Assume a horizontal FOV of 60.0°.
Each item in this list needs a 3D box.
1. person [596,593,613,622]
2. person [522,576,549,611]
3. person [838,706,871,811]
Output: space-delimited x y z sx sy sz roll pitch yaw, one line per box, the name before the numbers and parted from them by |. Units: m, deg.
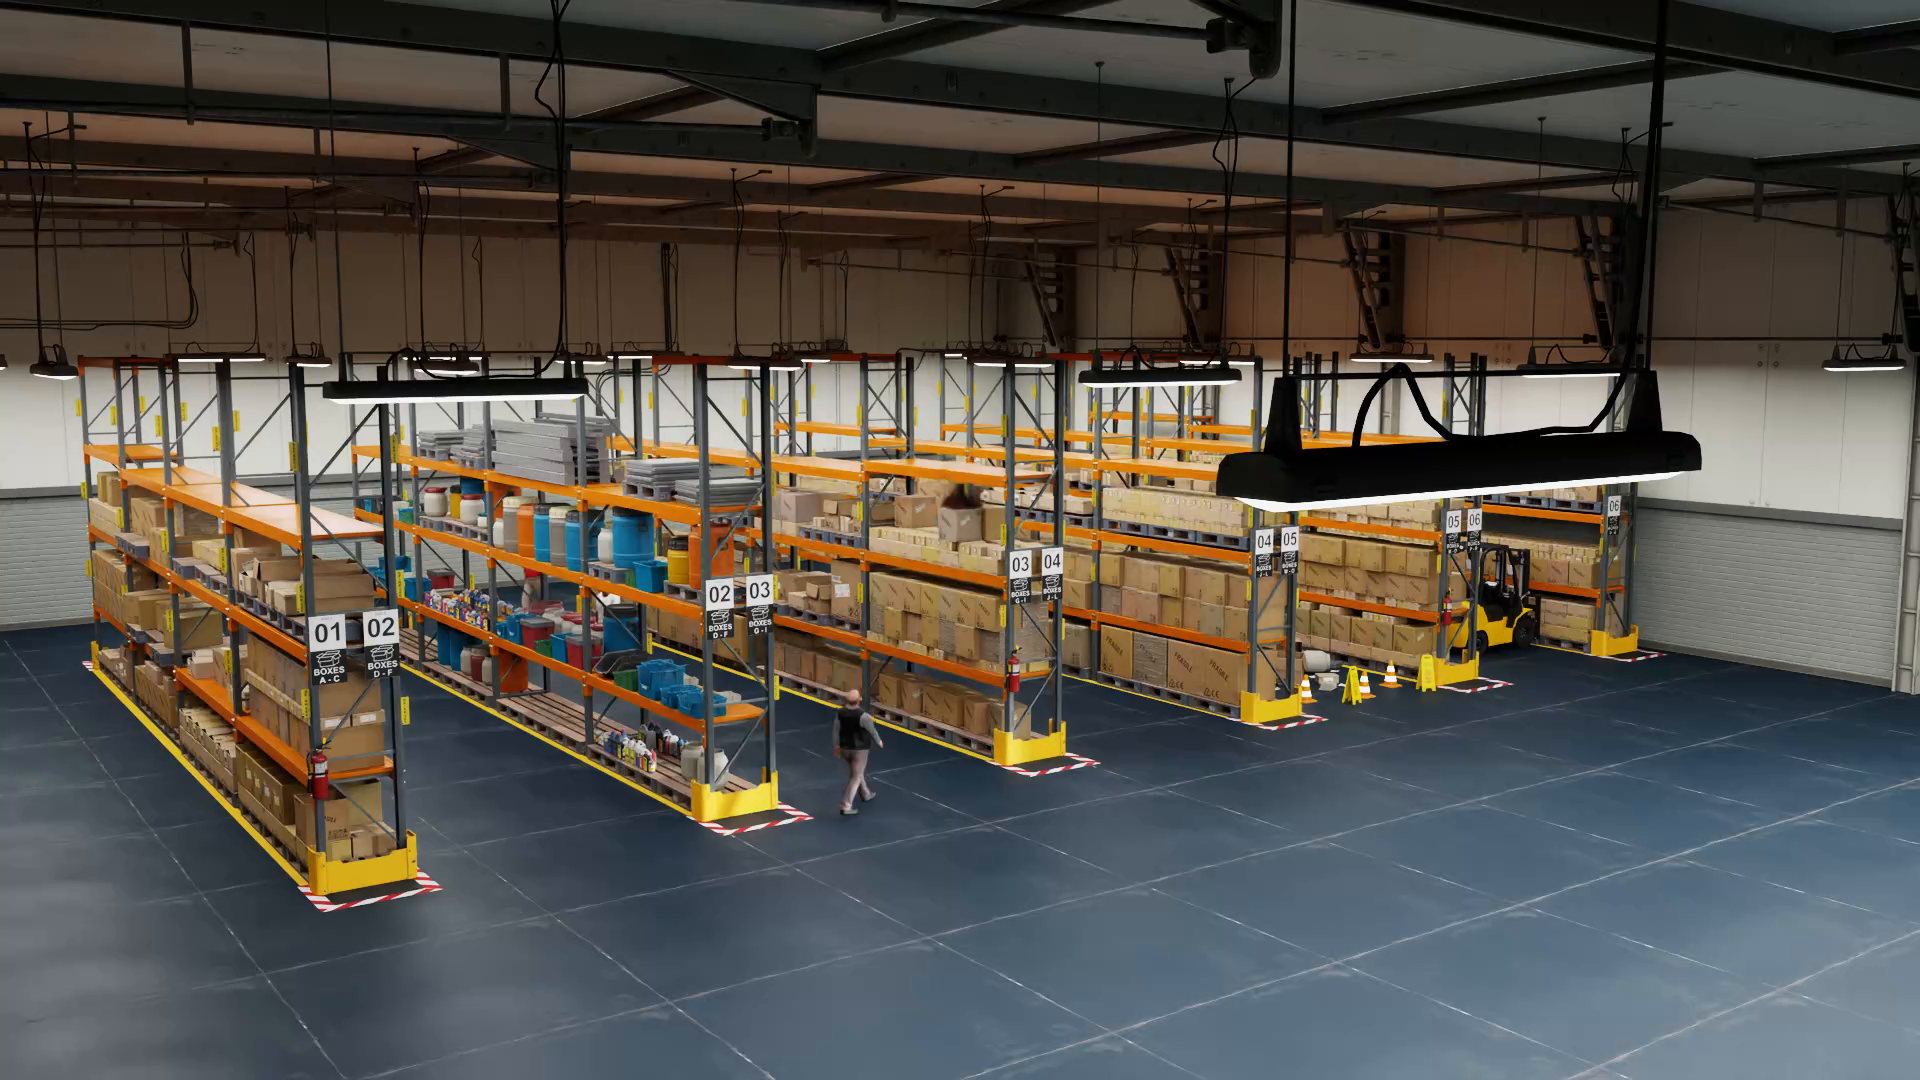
person | -6.734 1.742 31.723 0.434 1.498 0.427 4 8 28
person | -9.580 0.923 37.536 0.639 1.633 0.824 3 8 26
person | -1.399 2.890 22.278 0.444 1.363 0.861 5 8 34
